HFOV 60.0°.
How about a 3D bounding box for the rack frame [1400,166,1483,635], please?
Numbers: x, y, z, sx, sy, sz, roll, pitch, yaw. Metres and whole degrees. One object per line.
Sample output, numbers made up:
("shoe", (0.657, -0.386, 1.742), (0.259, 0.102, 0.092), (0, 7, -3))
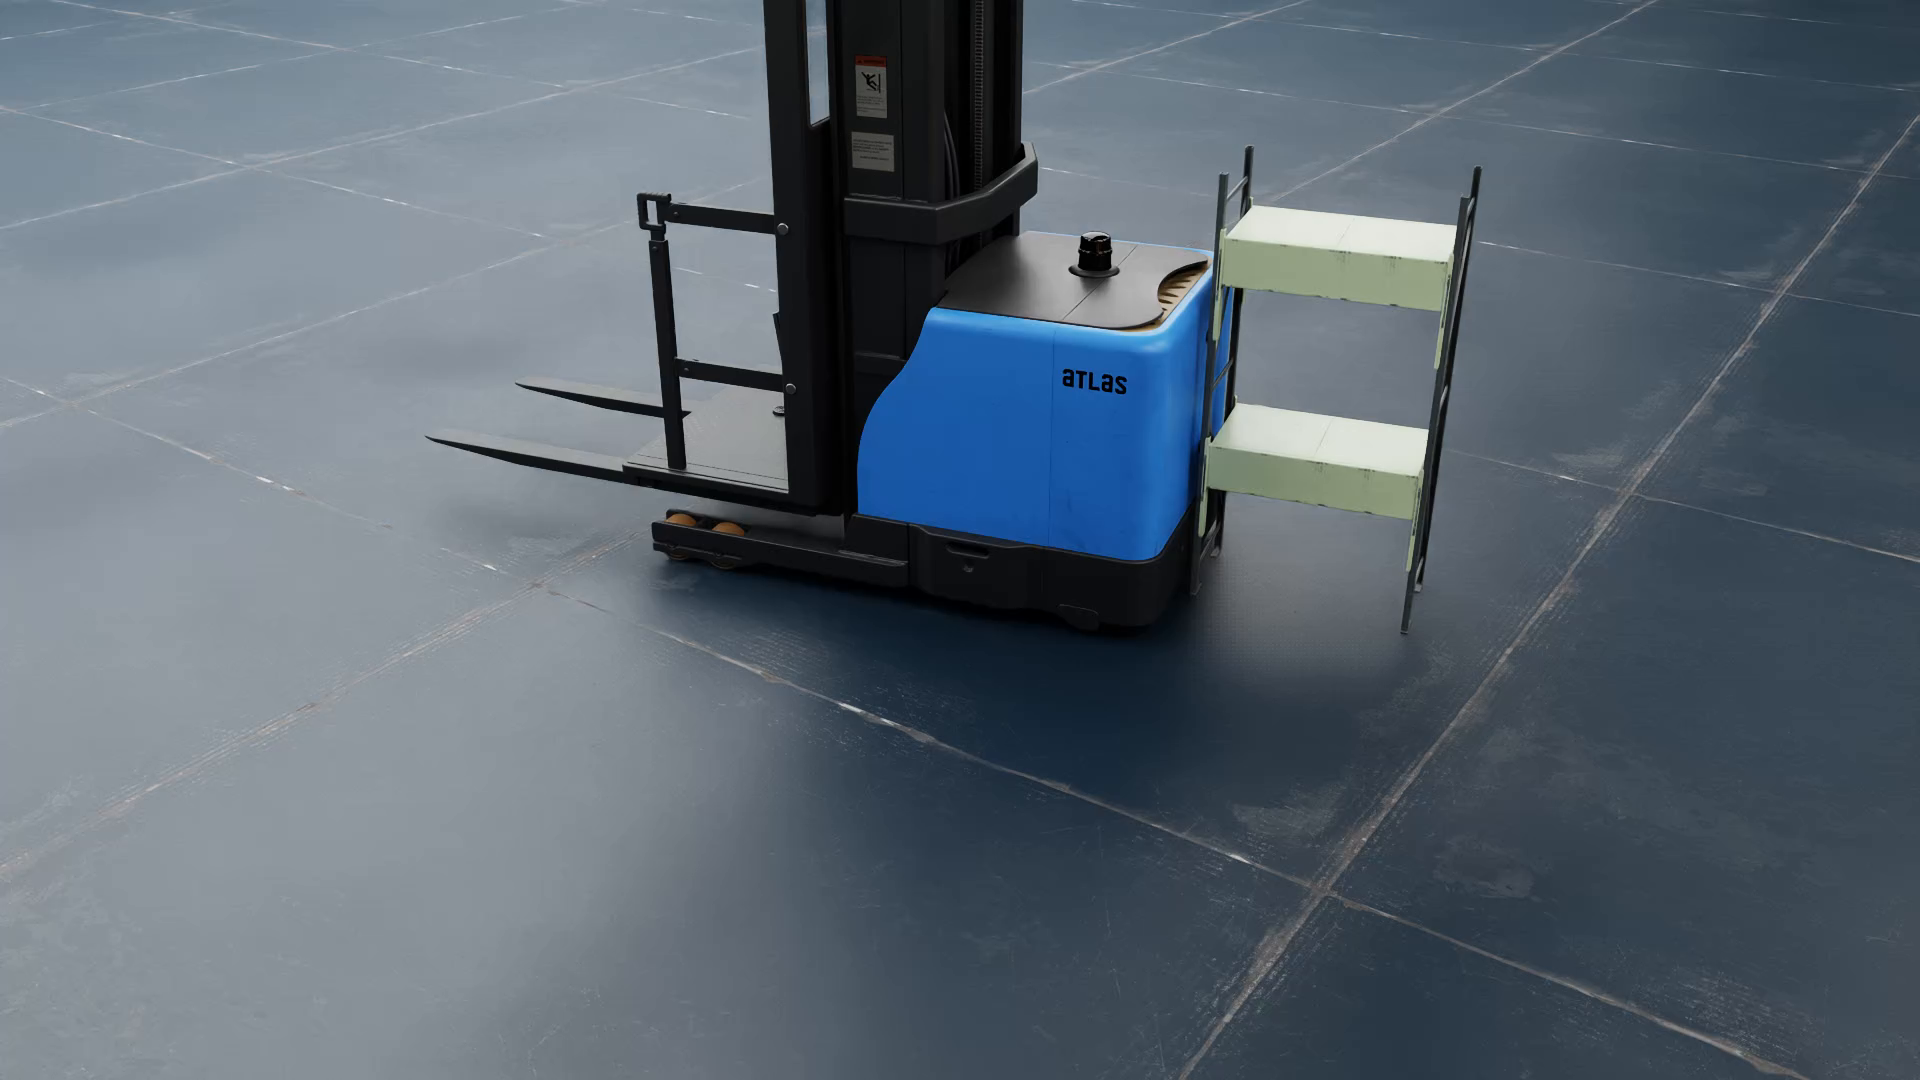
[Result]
("rack frame", (1.574, -0.435, 5.450), (0.023, 1.500, 0.400), (10, 29, 19))

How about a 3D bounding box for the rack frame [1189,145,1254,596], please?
("rack frame", (0.892, -0.556, 5.689), (0.023, 1.500, 0.400), (10, 29, 19))

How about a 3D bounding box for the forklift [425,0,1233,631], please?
("forklift", (-0.587, -1.411, 5.790), (3.031, 2.935, 1.130), (10, 29, 19))

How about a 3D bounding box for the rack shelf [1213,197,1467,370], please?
("rack shelf", (1.233, -0.843, 5.392), (0.720, 0.370, 0.431), (10, 29, 19))

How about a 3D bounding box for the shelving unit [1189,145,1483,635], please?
("shelving unit", (1.233, -0.495, 5.570), (0.755, 1.500, 0.431), (10, 29, 19))

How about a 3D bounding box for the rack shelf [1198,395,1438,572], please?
("rack shelf", (1.233, -0.205, 5.717), (0.720, 0.370, 0.431), (10, 29, 19))
